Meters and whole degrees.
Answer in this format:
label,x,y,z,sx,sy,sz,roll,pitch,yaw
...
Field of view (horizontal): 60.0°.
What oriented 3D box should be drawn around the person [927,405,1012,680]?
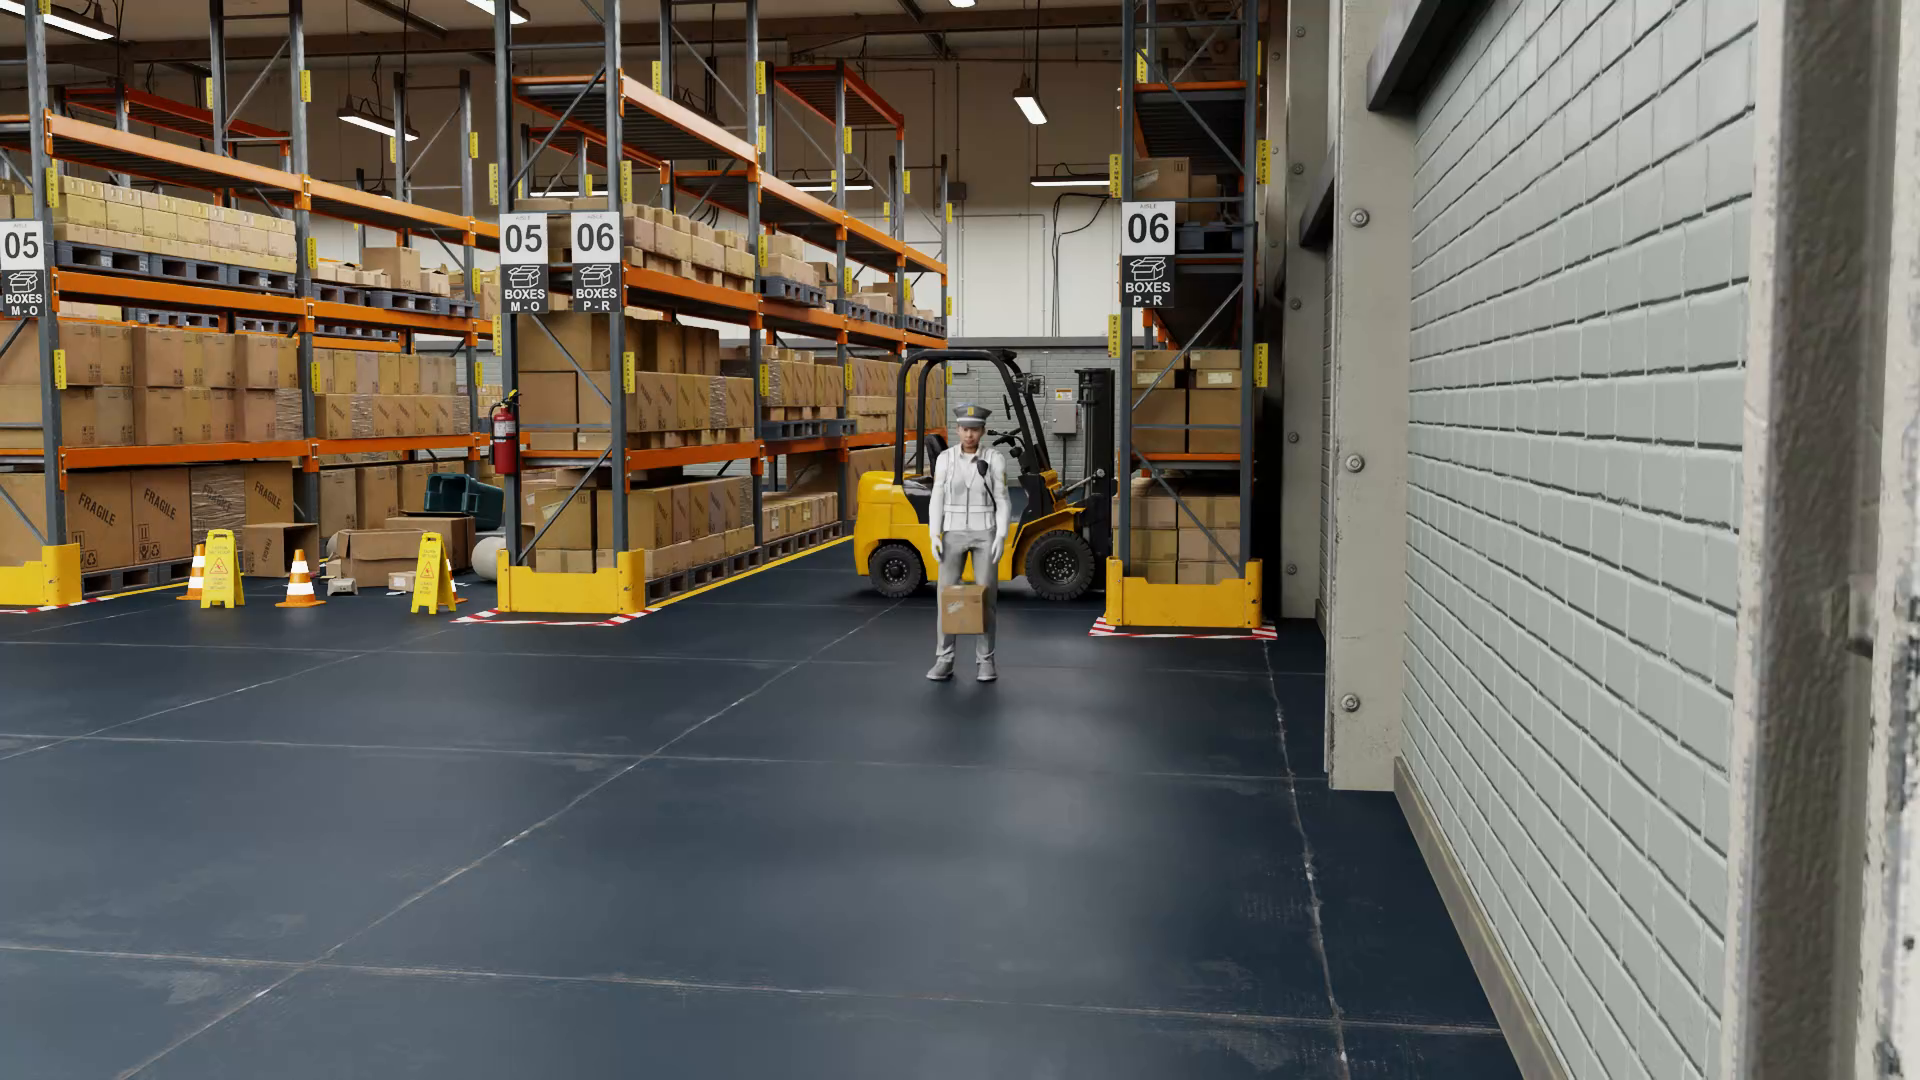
label,x,y,z,sx,sy,sz,roll,pitch,yaw
person,0.059,0.012,10.180,0.509,1.671,0.361,1,5,7
